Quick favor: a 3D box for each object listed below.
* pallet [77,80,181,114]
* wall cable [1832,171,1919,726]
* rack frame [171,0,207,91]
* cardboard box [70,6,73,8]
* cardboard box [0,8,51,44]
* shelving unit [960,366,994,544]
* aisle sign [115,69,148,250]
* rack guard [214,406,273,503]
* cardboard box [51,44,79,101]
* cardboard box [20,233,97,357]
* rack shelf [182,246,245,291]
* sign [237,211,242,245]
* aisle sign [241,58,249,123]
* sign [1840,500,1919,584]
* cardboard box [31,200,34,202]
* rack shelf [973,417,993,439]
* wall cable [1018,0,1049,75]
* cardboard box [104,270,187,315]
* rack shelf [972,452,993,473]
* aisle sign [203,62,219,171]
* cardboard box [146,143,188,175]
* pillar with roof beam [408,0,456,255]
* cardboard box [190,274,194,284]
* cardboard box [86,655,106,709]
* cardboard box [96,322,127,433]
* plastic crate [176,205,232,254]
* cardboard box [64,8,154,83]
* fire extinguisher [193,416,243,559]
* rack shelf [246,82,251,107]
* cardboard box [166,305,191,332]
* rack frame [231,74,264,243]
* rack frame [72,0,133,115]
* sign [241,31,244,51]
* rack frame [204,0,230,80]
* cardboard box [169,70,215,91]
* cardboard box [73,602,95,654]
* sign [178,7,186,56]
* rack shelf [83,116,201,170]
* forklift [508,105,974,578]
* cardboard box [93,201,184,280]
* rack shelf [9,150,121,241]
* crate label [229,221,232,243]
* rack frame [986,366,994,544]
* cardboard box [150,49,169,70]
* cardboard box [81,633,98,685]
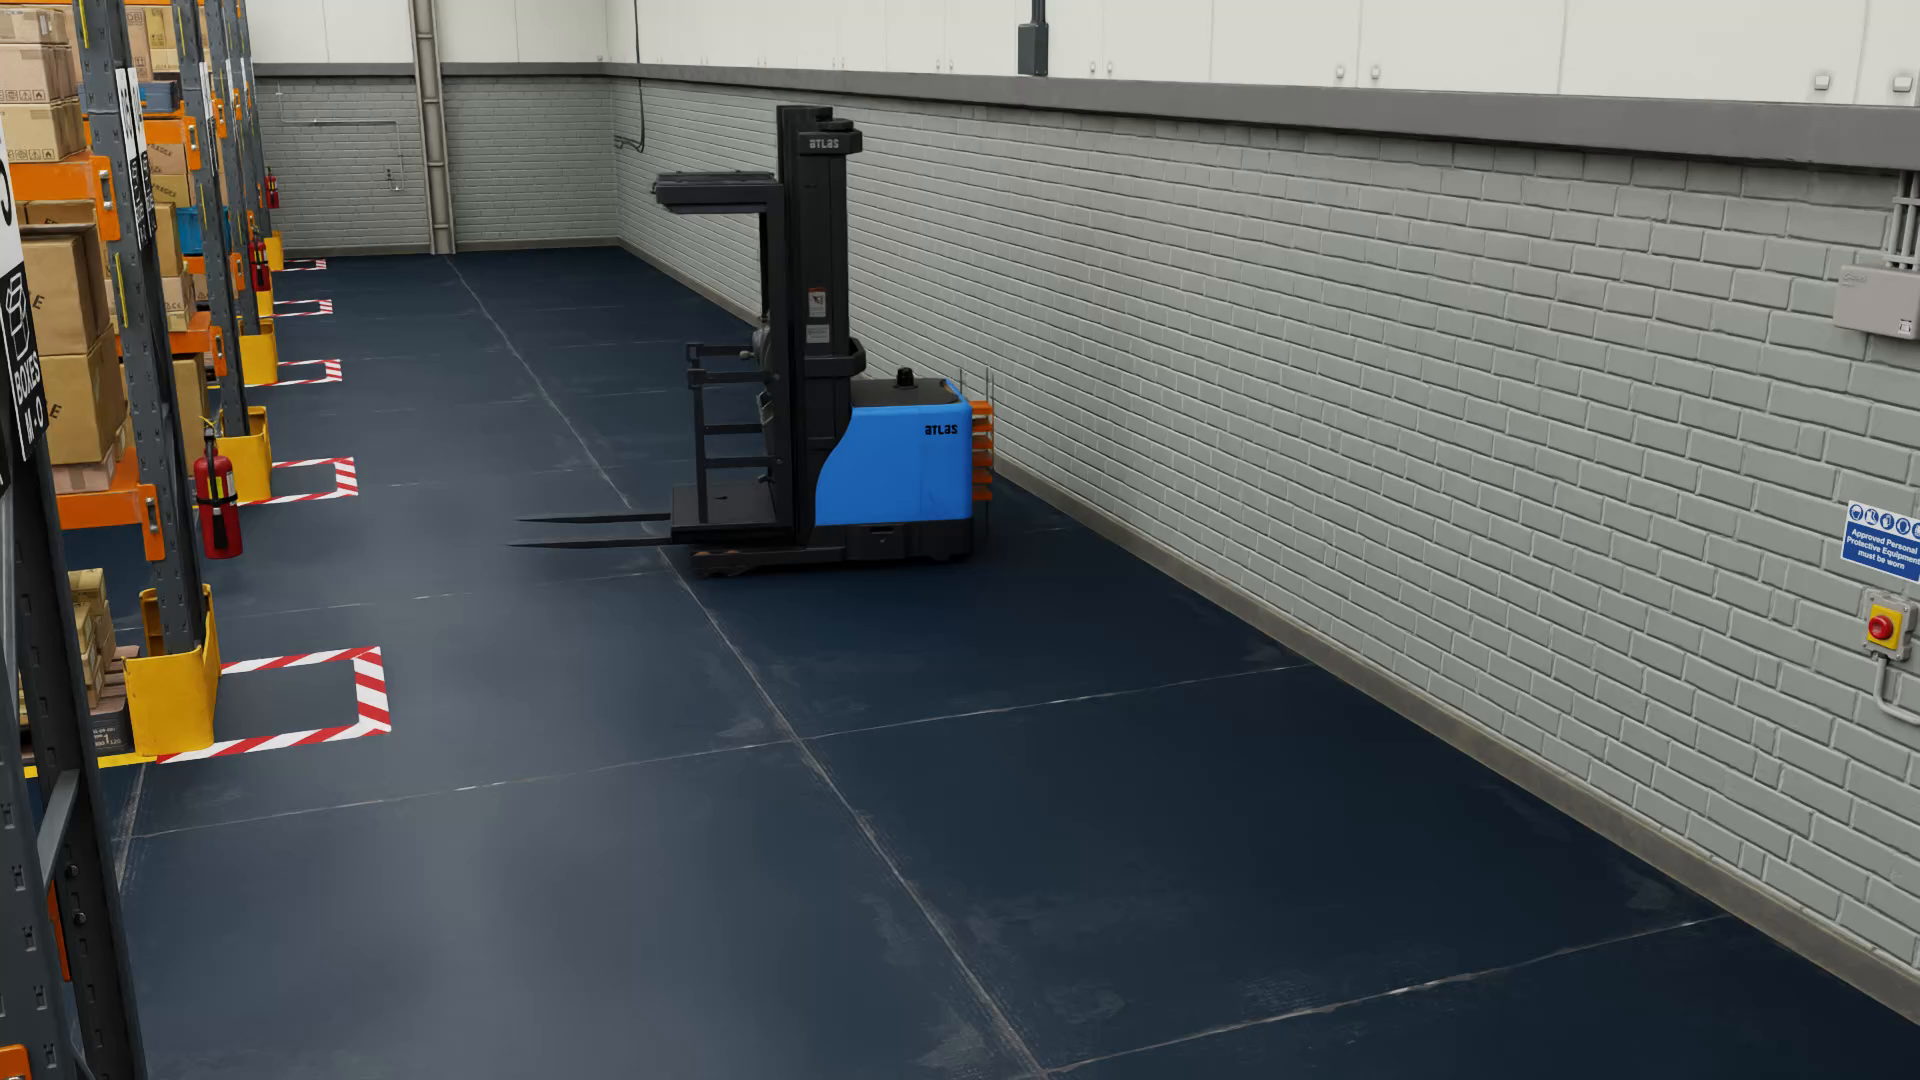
[{"bbox_3d":[-6.321,-3.199,12.000,1.213,0.211,1.003,-6,17,-20],"label":"pallet"},{"bbox_3d":[3.171,-0.349,5.605,0.123,1.953,0.585,-6,17,-20],"label":"wall cable"},{"bbox_3d":[-5.632,-4.758,11.829,0.127,3.000,1.000,-6,17,-20],"label":"rack frame"},{"bbox_3d":[-10.573,-6.290,20.419,0.500,0.500,0.700,-6,17,-20],"label":"cardboard box"},{"bbox_3d":[-4.157,-2.252,7.290,0.250,0.149,0.380,-6,18,-21],"label":"cardboard box"},{"bbox_3d":[0.116,-0.578,11.436,0.189,1.200,0.258,-3,17,-9],"label":"shelving unit"},{"bbox_3d":[-3.776,-1.740,7.586,0.004,0.787,0.394,-6,17,-20],"label":"aisle sign"},{"bbox_3d":[-5.609,-0.682,13.035,0.348,0.500,1.175,-6,17,-20],"label":"rack guard"},{"bbox_3d":[-4.464,-2.194,7.803,0.500,0.250,0.500,-6,17,-19],"label":"cardboard box"},{"bbox_3d":[-4.290,-1.123,7.619,0.500,0.500,0.500,-7,18,-21],"label":"cardboard box"},{"bbox_3d":[-9.272,-2.636,16.527,4.000,0.370,1.077,-6,17,-20],"label":"rack shelf"},{"bbox_3d":[-7.192,-3.118,16.602,0.005,0.325,0.100,-6,17,-20],"label":"sign"},{"bbox_3d":[-9.000,-5.660,20.934,0.004,0.787,0.394,-6,17,-20],"label":"aisle sign"},{"bbox_3d":[3.211,0.005,5.779,0.001,0.218,0.327,-6,17,-20],"label":"sign"},{"bbox_3d":[-11.390,-4.213,20.443,0.500,0.500,0.500,-6,17,-20],"label":"cardboard box"},{"bbox_3d":[0.116,-0.765,11.381,0.180,0.103,0.258,-3,17,-9],"label":"rack shelf"},{"bbox_3d":[0.882,-5.965,10.229,0.120,5.999,2.277,-6,17,-20],"label":"wall cable"},{"bbox_3d":[-5.989,-1.831,12.249,0.500,0.250,0.500,-6,18,-21],"label":"cardboard box"},{"bbox_3d":[0.116,-0.535,11.448,0.180,0.103,0.258,-3,17,-9],"label":"rack shelf"},{"bbox_3d":[-5.672,-3.213,12.602,0.004,0.787,0.394,-6,17,-20],"label":"aisle sign"},{"bbox_3d":[-9.962,-4.845,20.823,0.500,0.500,0.500,-6,17,-19],"label":"cardboard box"},{"bbox_3d":[-7.197,-8.035,22.988,0.400,9.000,9.100,-6,17,-20],"label":"pillar with roof beam"},{"bbox_3d":[-10.249,-3.347,21.773,0.500,0.250,0.500,-6,17,-20],"label":"cardboard box"},{"bbox_3d":[-4.368,0.710,8.171,0.250,0.149,0.380,-6,17,-19],"label":"cardboard box"},{"bbox_3d":[-4.470,-0.782,8.233,0.500,0.500,0.500,-5,17,-17],"label":"cardboard box"},{"bbox_3d":[-7.650,-3.145,16.816,0.499,0.435,0.616,-6,17,-20],"label":"plastic crate"},{"bbox_3d":[-6.098,-3.550,11.938,0.500,0.500,0.700,-7,18,-23],"label":"cardboard box"},{"bbox_3d":[-3.551,-0.252,7.932,0.183,0.674,0.296,-6,17,-20],"label":"fire extinguisher"},{"bbox_3d":[-12.817,-6.682,24.980,4.000,0.370,1.077,-6,17,-20],"label":"rack shelf"},{"bbox_3d":[-5.847,-1.636,12.293,0.250,0.149,0.380,-6,17,-19],"label":"cardboard box"},{"bbox_3d":[-9.173,-4.486,21.551,0.127,3.000,1.000,-6,17,-20],"label":"rack frame"},{"bbox_3d":[-3.951,-3.443,7.351,0.127,3.000,1.000,-6,17,-20],"label":"rack frame"},{"bbox_3d":[-10.768,-7.471,24.961,0.005,0.325,0.100,-6,17,-20],"label":"sign"},{"bbox_3d":[-7.404,-6.061,16.267,0.127,3.000,1.000,-6,17,-20],"label":"rack frame"},{"bbox_3d":[-9.558,-5.732,20.737,0.500,0.250,0.500,-6,17,-20],"label":"cardboard box"},{"bbox_3d":[-4.355,0.437,8.046,0.250,0.149,0.380,-6,17,-19],"label":"cardboard box"},{"bbox_3d":[-5.451,-3.561,11.647,0.005,0.325,0.100,-6,17,-20],"label":"sign"},{"bbox_3d":[-7.499,-2.772,11.666,4.000,0.370,1.077,-6,17,-20],"label":"rack shelf"},{"bbox_3d":[-1.469,-1.323,10.902,3.031,2.935,1.130,-3,17,-9],"label":"forklift"},{"bbox_3d":[-5.993,-2.192,12.145,0.500,0.500,0.500,-6,17,-19],"label":"cardboard box"},{"bbox_3d":[-5.819,-1.457,7.188,4.000,0.370,1.077,-6,17,-20],"label":"rack shelf"},{"bbox_3d":[-7.752,-3.193,17.337,0.303,0.233,0.416,-6,17,-20],"label":"crate label"},{"bbox_3d":[0.206,-0.582,11.450,0.006,1.200,0.240,-3,17,-9],"label":"rack frame"},{"bbox_3d":[-10.028,-5.924,20.503,0.500,0.250,0.500,-6,17,-20],"label":"cardboard box"},{"bbox_3d":[-4.342,0.588,8.060,0.250,0.149,0.380,-7,18,-22],"label":"cardboard box"}]
